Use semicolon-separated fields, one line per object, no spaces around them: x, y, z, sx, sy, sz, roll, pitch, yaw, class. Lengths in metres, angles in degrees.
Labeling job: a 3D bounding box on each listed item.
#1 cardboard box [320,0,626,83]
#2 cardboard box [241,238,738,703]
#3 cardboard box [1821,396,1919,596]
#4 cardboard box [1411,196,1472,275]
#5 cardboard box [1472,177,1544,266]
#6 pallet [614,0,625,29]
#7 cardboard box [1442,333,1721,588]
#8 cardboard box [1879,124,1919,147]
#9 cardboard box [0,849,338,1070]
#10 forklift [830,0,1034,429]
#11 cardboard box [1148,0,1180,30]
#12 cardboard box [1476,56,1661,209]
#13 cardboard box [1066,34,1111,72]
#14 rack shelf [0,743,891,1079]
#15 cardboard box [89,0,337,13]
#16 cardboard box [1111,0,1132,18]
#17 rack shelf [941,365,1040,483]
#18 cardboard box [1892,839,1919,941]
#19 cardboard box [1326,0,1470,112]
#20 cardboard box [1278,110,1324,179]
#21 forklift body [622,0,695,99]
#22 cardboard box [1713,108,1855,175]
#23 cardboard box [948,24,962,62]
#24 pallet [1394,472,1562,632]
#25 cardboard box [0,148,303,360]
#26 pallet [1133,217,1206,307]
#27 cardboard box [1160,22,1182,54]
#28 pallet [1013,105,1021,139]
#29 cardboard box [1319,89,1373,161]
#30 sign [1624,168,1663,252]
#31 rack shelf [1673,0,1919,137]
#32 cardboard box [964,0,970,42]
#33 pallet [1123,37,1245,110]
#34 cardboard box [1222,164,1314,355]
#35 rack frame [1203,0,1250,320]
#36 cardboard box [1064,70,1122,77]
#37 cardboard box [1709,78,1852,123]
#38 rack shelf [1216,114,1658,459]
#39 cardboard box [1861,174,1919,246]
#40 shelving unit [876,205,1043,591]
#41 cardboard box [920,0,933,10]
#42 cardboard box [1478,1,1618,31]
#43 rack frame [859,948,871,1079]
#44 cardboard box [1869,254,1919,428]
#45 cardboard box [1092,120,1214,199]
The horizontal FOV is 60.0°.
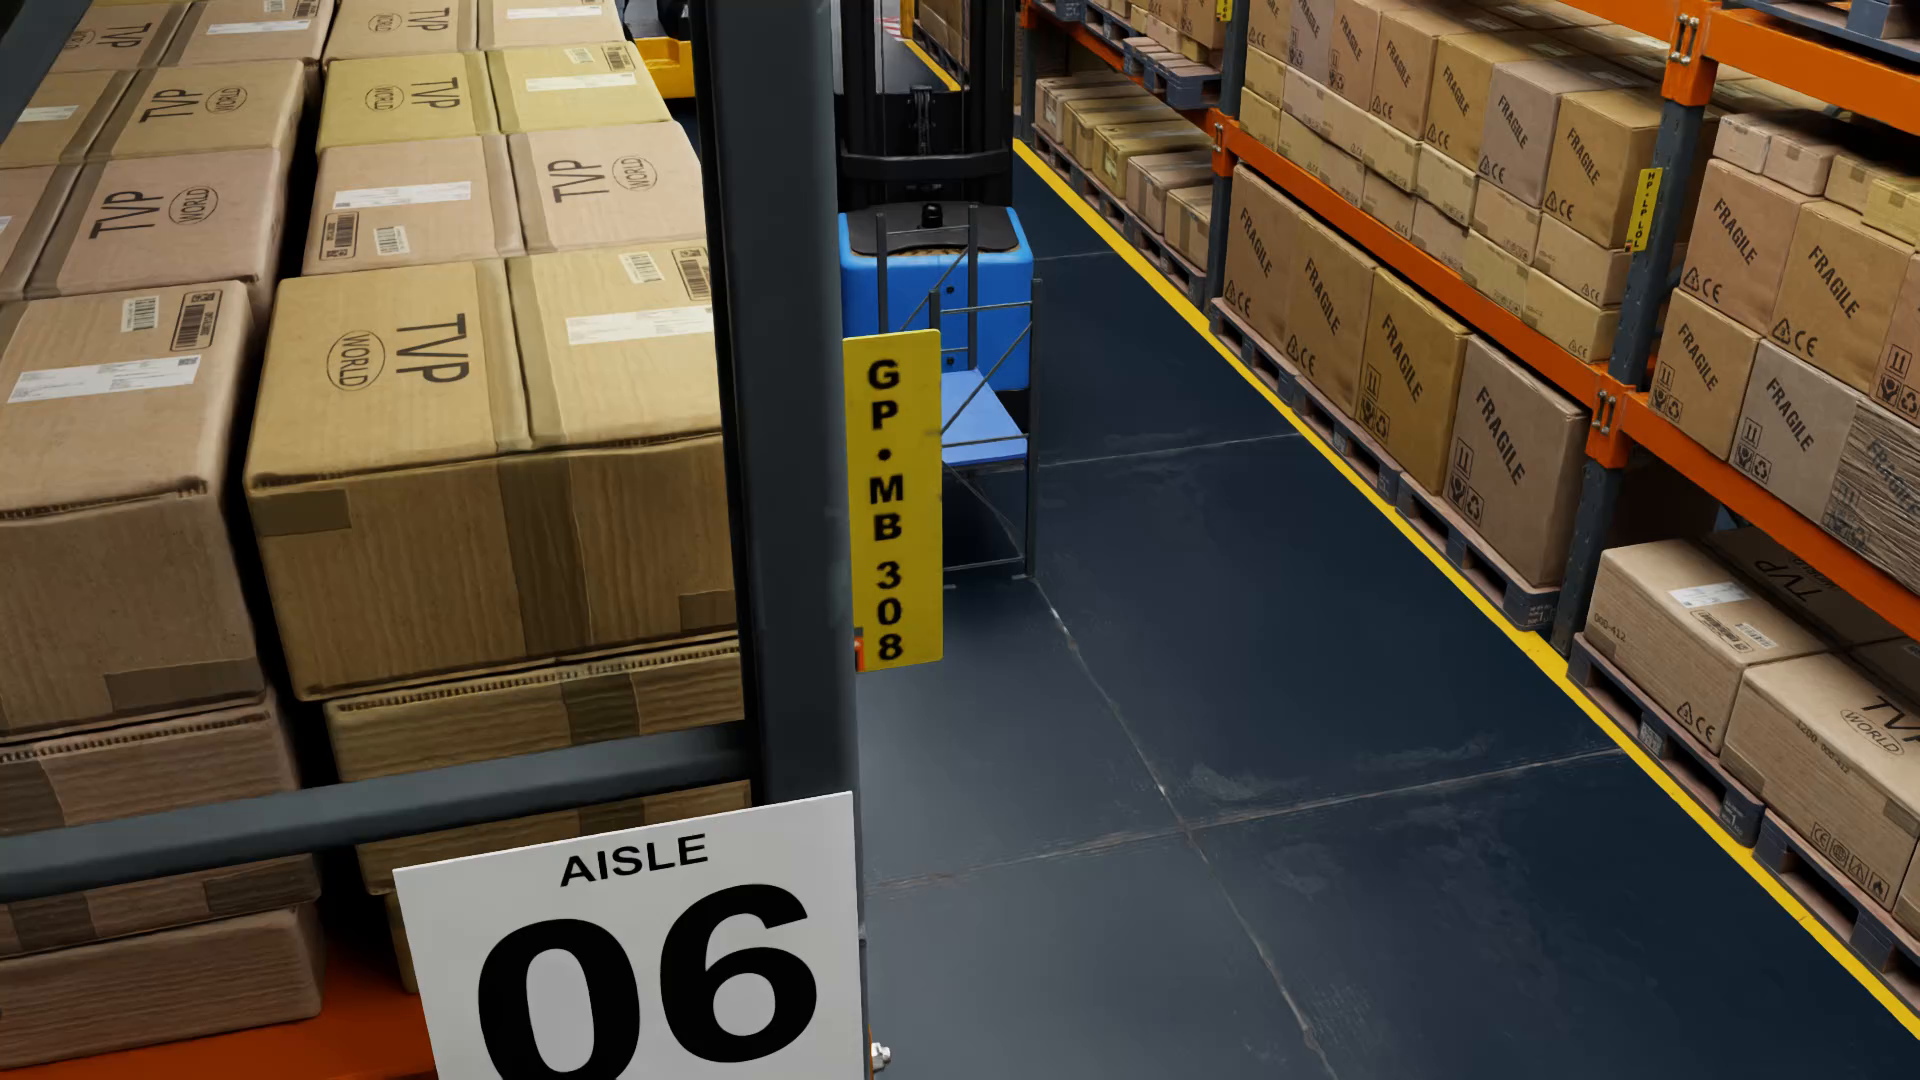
-0.872;-0.837;3.061;0.500;0.250;0.500;-7;31;-12;cardboard box
-0.463;-0.103;1.793;0.500;0.250;0.500;-8;31;-14;cardboard box
3.263;-0.168;5.445;0.500;0.500;0.500;-8;31;-13;cardboard box
2.524;-1.481;7.964;0.500;0.250;0.500;-9;31;-15;cardboard box
2.644;-1.443;7.399;0.500;0.250;0.500;-7;31;-12;cardboard box
-1.755;-1.750;5.472;1.213;0.211;1.003;-8;31;-13;pallet
2.894;-0.421;7.686;0.875;0.875;0.875;-7;31;-12;cardboard box
3.489;-1.379;5.893;0.380;0.149;0.250;-7;31;-12;cardboard box
-0.895;0.410;1.804;0.380;0.149;0.250;-7;31;-12;cardboard box
-0.264;-2.545;9.721;1.130;2.935;3.031;-3;30;-5;forklift
1.537;-3.587;10.637;0.500;0.500;0.500;-8;31;-14;cardboard box
2.630;-1.778;7.229;0.500;0.500;0.500;-7;31;-12;cardboard box
1.116;-4.371;14.385;0.500;0.500;0.500;-6;31;-11;cardboard box
-1.118;-0.230;3.376;1.077;0.370;4.000;-8;31;-13;rack shelf
-1.505;-1.017;3.372;0.500;0.250;0.500;-8;31;-14;cardboard box
1.272;-3.740;11.549;0.380;0.149;0.250;-9;31;-15;cardboard box
-0.023;-0.535;8.036;0.538;0.185;1.000;-8;31;-13;rack shelf
3.675;1.242;5.248;0.875;0.438;0.875;-7;31;-12;cardboard box
2.232;-2.517;8.507;0.500;0.500;0.500;-7;31;-12;cardboard box
2.114;-2.222;9.244;0.500;0.250;0.500;-9;31;-15;cardboard box
-2.572;-4.964;14.679;2.313;2.155;1.214;-8;31;-13;forklift body
2.969;-1.440;5.998;0.380;0.149;0.250;-8;31;-14;cardboard box
0.183;-4.722;15.740;0.500;0.250;0.500;-6;31;-10;cardboard box
2.858;-0.026;8.085;1.003;0.211;1.213;-8;31;-13;pallet
-1.112;-0.284;2.106;0.500;0.250;0.500;-9;31;-15;cardboard box
1.868;-1.973;11.448;1.003;0.211;1.213;-8;31;-13;pallet
1.509;-3.238;10.681;0.380;0.149;0.250;-8;31;-14;cardboard box
0.800;-3.847;14.686;1.003;0.211;1.213;-8;31;-13;pallet
2.227;-2.184;8.680;0.500;0.250;0.500;-8;31;-13;cardboard box
2.615;-1.260;6.356;0.100;0.325;0.005;-8;31;-13;sign
3.666;-0.891;4.519;1.077;0.370;4.000;-8;31;-13;rack shelf
0.323;-4.792;15.112;0.500;0.500;0.500;-6;31;-11;cardboard box
1.782;-3.049;10.715;1.213;0.211;1.003;-8;31;-13;pallet
2.177;-1.720;9.929;0.875;0.875;0.875;-8;31;-14;cardboard box
2.074;-2.802;10.097;1.000;3.000;0.127;-8;31;-13;rack frame
1.116;-4.047;14.573;0.500;0.250;0.500;-9;31;-16;cardboard box
3.296;-1.597;6.917;0.500;0.500;0.500;-7;31;-13;cardboard box
2.605;-1.525;8.609;1.077;0.370;4.000;-8;31;-13;rack shelf
3.168;-1.072;5.363;0.380;0.149;0.250;-8;31;-14;cardboard box
-0.023;-0.690;7.945;0.538;1.500;1.048;-8;31;-13;shelving unit
-0.095;-5.545;16.412;0.500;0.500;0.500;-9;31;-15;cardboard box
2.860;-2.331;8.184;0.500;0.500;0.500;-8;31;-14;cardboard box
-0.587;1.723;2.278;1.000;3.000;0.127;-8;31;-13;rack frame
3.282;-0.591;5.178;0.500;0.500;0.500;-7;31;-12;cardboard box
1.534;-2.843;12.372;0.950;0.372;0.625;-7;31;-12;cardboard box
